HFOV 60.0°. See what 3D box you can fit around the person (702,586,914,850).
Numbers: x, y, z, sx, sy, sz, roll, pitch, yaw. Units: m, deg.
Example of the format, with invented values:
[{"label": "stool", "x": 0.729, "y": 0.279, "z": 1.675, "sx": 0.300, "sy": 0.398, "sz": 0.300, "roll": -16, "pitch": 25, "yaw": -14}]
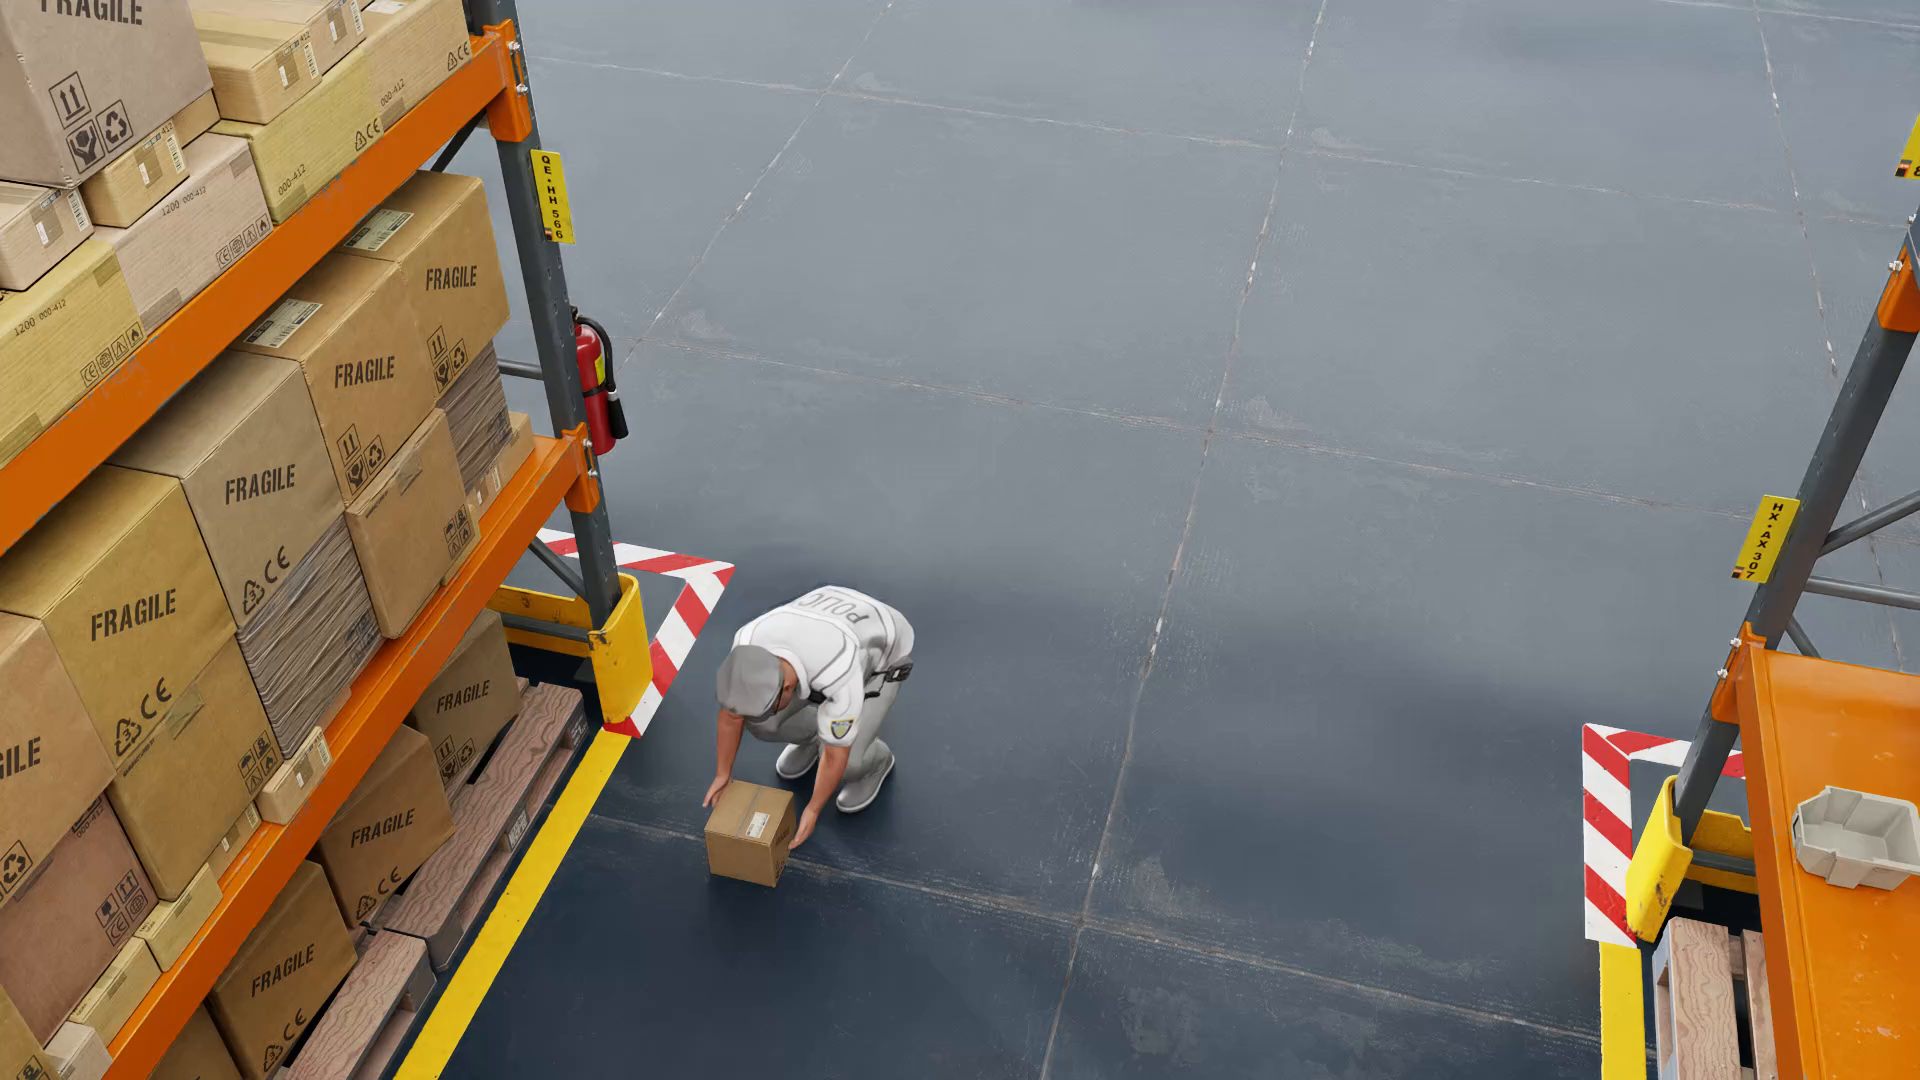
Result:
[{"label": "person", "x": -0.524, "y": 0.585, "z": 6.031, "sx": 0.566, "sy": 1.029, "sz": 0.943, "roll": 24, "pitch": 46, "yaw": 25}]
